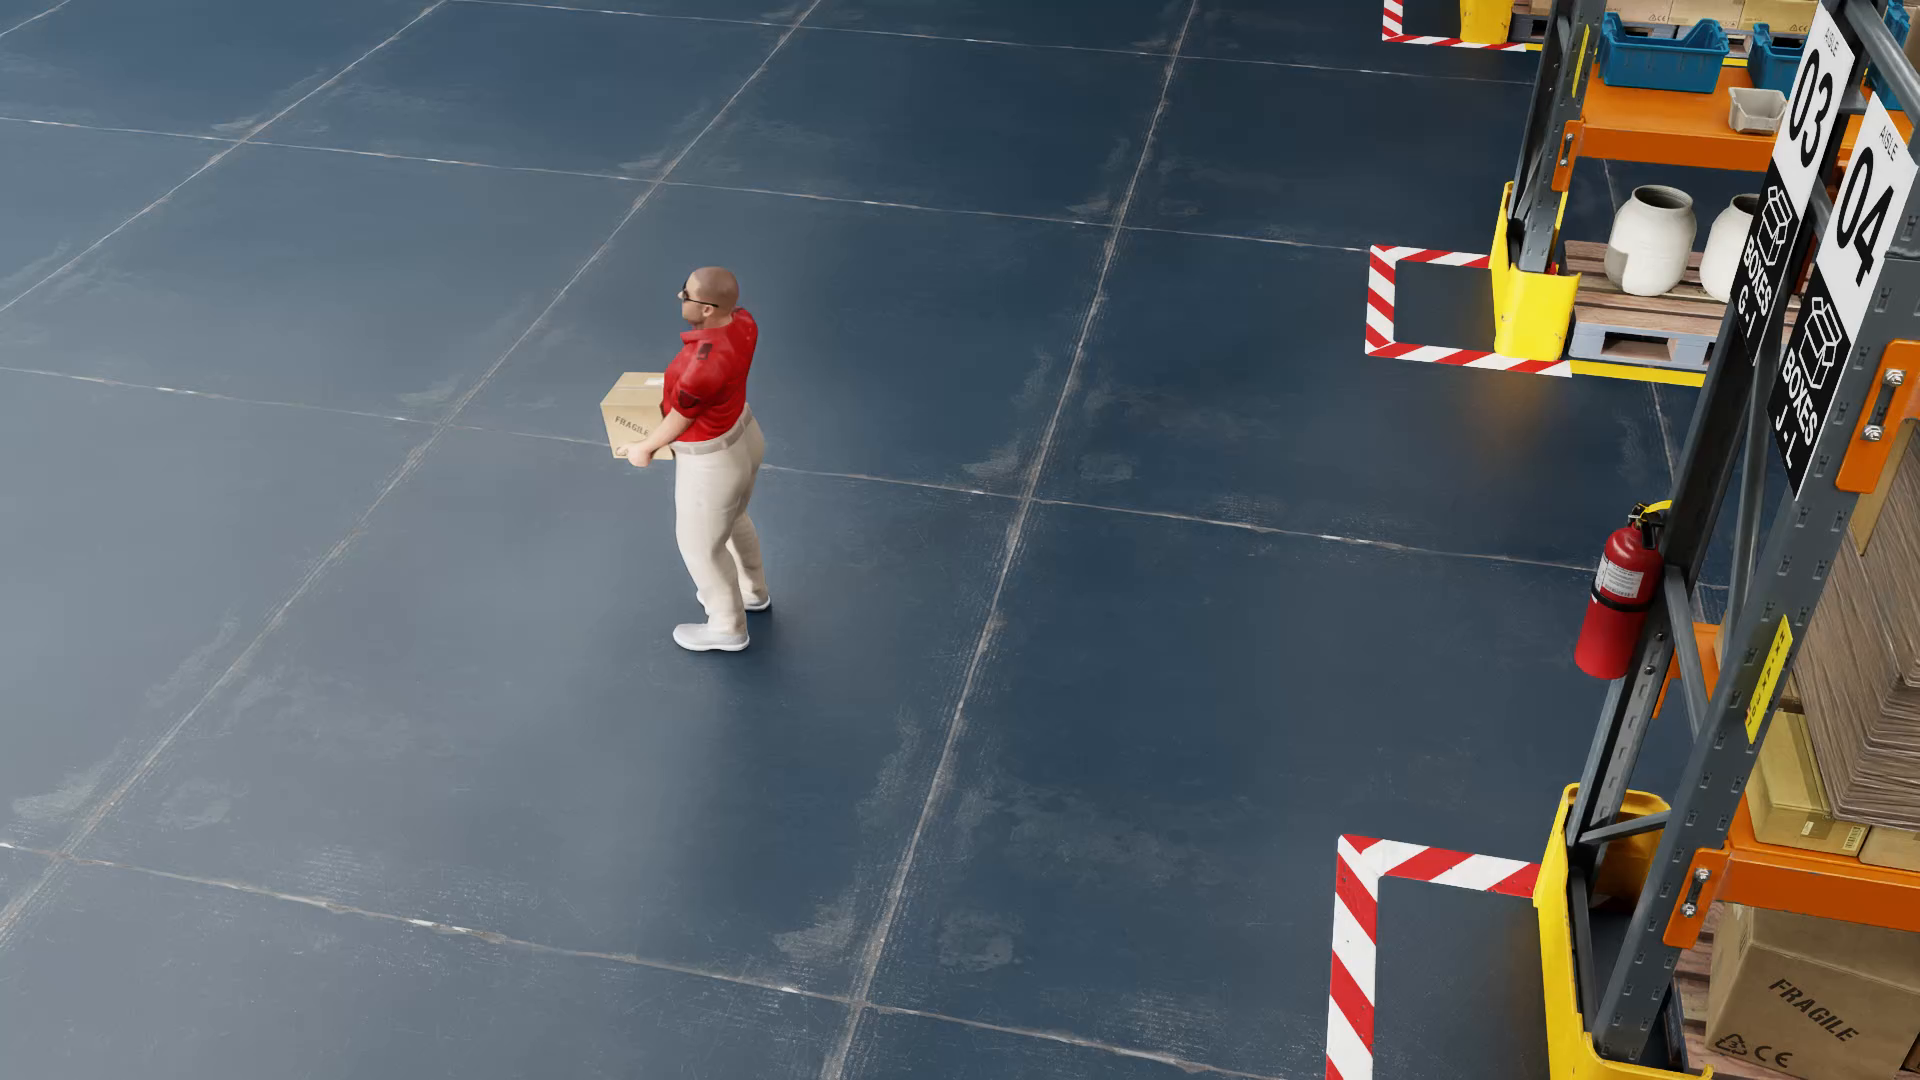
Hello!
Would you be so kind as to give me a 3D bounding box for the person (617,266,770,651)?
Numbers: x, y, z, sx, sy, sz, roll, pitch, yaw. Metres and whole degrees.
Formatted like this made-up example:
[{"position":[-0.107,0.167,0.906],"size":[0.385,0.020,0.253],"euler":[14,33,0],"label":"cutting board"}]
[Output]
[{"position":[-1.065,-0.331,6.621],"size":[0.530,1.712,0.493],"euler":[8,37,10],"label":"person"}]
